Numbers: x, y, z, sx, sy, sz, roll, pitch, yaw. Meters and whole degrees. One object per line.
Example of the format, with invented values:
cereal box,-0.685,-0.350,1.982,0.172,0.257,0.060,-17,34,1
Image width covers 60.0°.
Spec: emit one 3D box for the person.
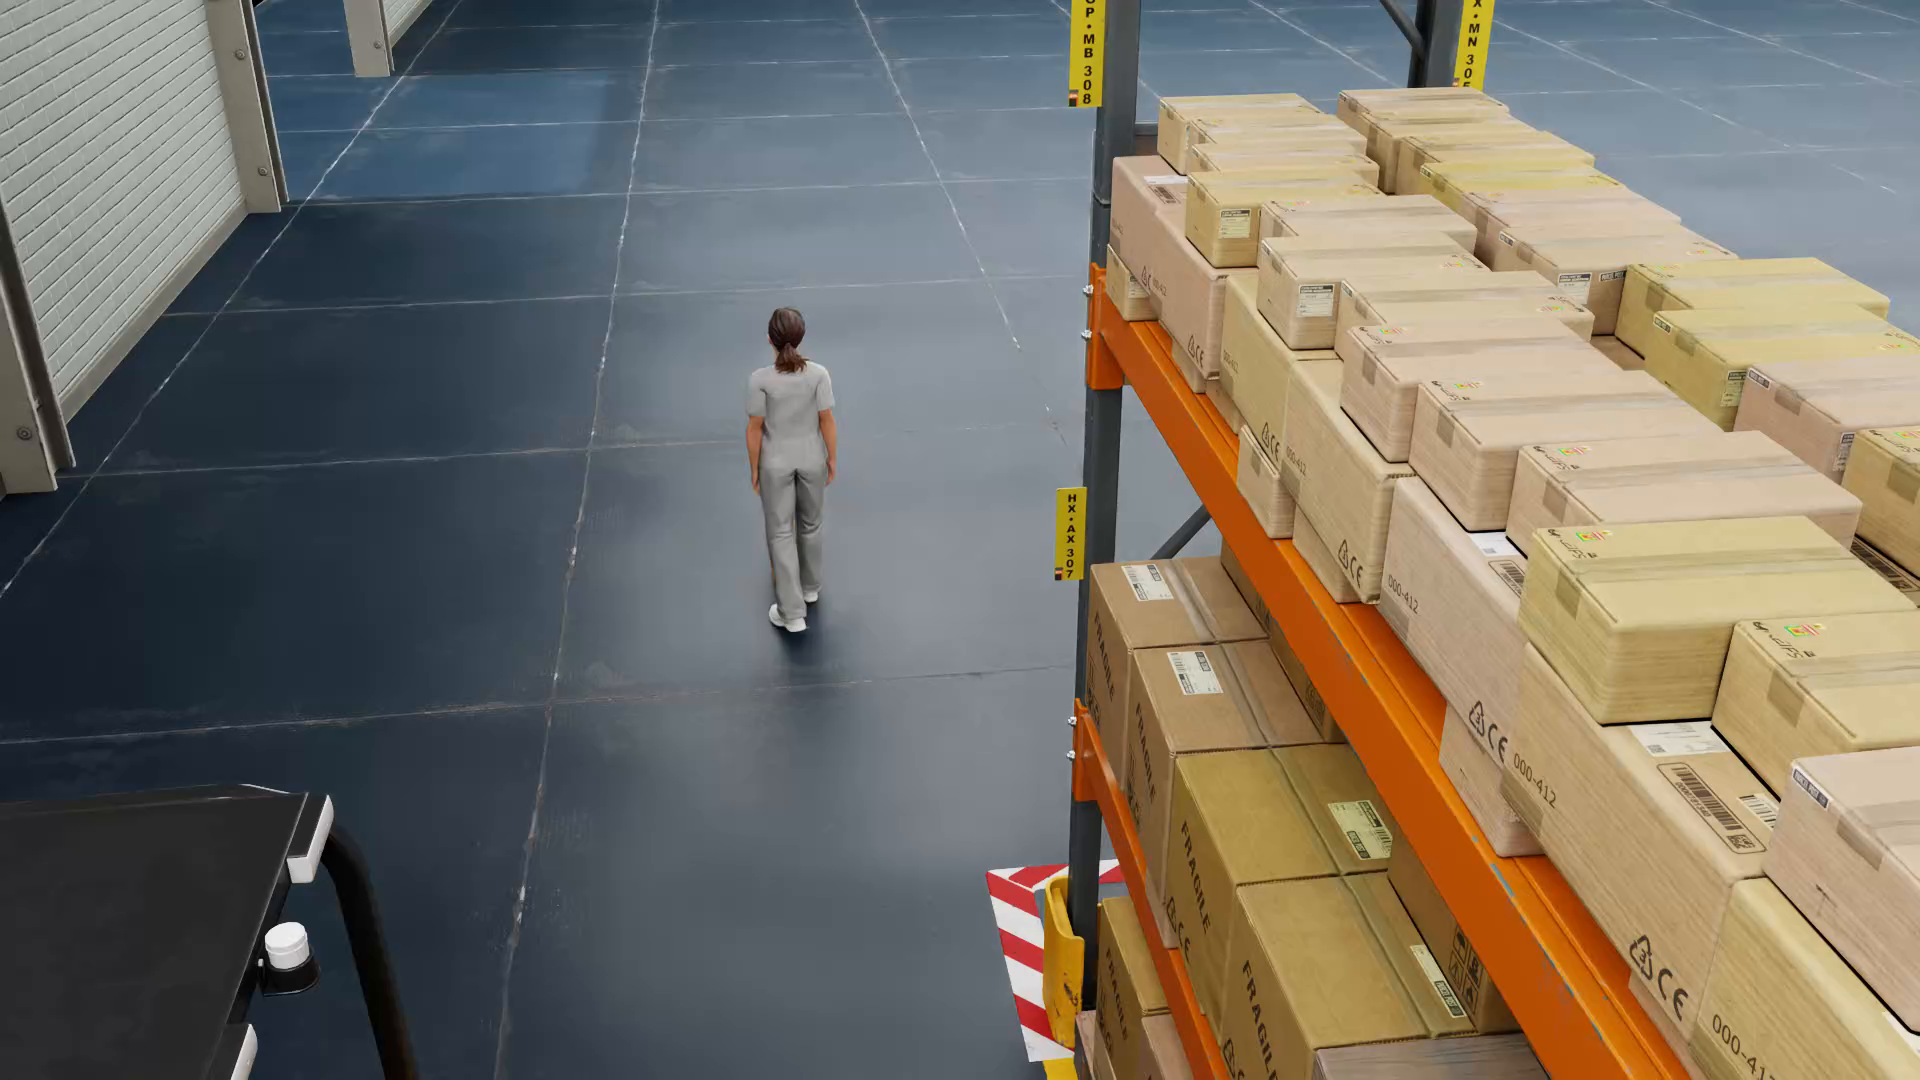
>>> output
person,-0.850,-0.389,8.357,0.451,1.670,0.655,-7,28,-13
